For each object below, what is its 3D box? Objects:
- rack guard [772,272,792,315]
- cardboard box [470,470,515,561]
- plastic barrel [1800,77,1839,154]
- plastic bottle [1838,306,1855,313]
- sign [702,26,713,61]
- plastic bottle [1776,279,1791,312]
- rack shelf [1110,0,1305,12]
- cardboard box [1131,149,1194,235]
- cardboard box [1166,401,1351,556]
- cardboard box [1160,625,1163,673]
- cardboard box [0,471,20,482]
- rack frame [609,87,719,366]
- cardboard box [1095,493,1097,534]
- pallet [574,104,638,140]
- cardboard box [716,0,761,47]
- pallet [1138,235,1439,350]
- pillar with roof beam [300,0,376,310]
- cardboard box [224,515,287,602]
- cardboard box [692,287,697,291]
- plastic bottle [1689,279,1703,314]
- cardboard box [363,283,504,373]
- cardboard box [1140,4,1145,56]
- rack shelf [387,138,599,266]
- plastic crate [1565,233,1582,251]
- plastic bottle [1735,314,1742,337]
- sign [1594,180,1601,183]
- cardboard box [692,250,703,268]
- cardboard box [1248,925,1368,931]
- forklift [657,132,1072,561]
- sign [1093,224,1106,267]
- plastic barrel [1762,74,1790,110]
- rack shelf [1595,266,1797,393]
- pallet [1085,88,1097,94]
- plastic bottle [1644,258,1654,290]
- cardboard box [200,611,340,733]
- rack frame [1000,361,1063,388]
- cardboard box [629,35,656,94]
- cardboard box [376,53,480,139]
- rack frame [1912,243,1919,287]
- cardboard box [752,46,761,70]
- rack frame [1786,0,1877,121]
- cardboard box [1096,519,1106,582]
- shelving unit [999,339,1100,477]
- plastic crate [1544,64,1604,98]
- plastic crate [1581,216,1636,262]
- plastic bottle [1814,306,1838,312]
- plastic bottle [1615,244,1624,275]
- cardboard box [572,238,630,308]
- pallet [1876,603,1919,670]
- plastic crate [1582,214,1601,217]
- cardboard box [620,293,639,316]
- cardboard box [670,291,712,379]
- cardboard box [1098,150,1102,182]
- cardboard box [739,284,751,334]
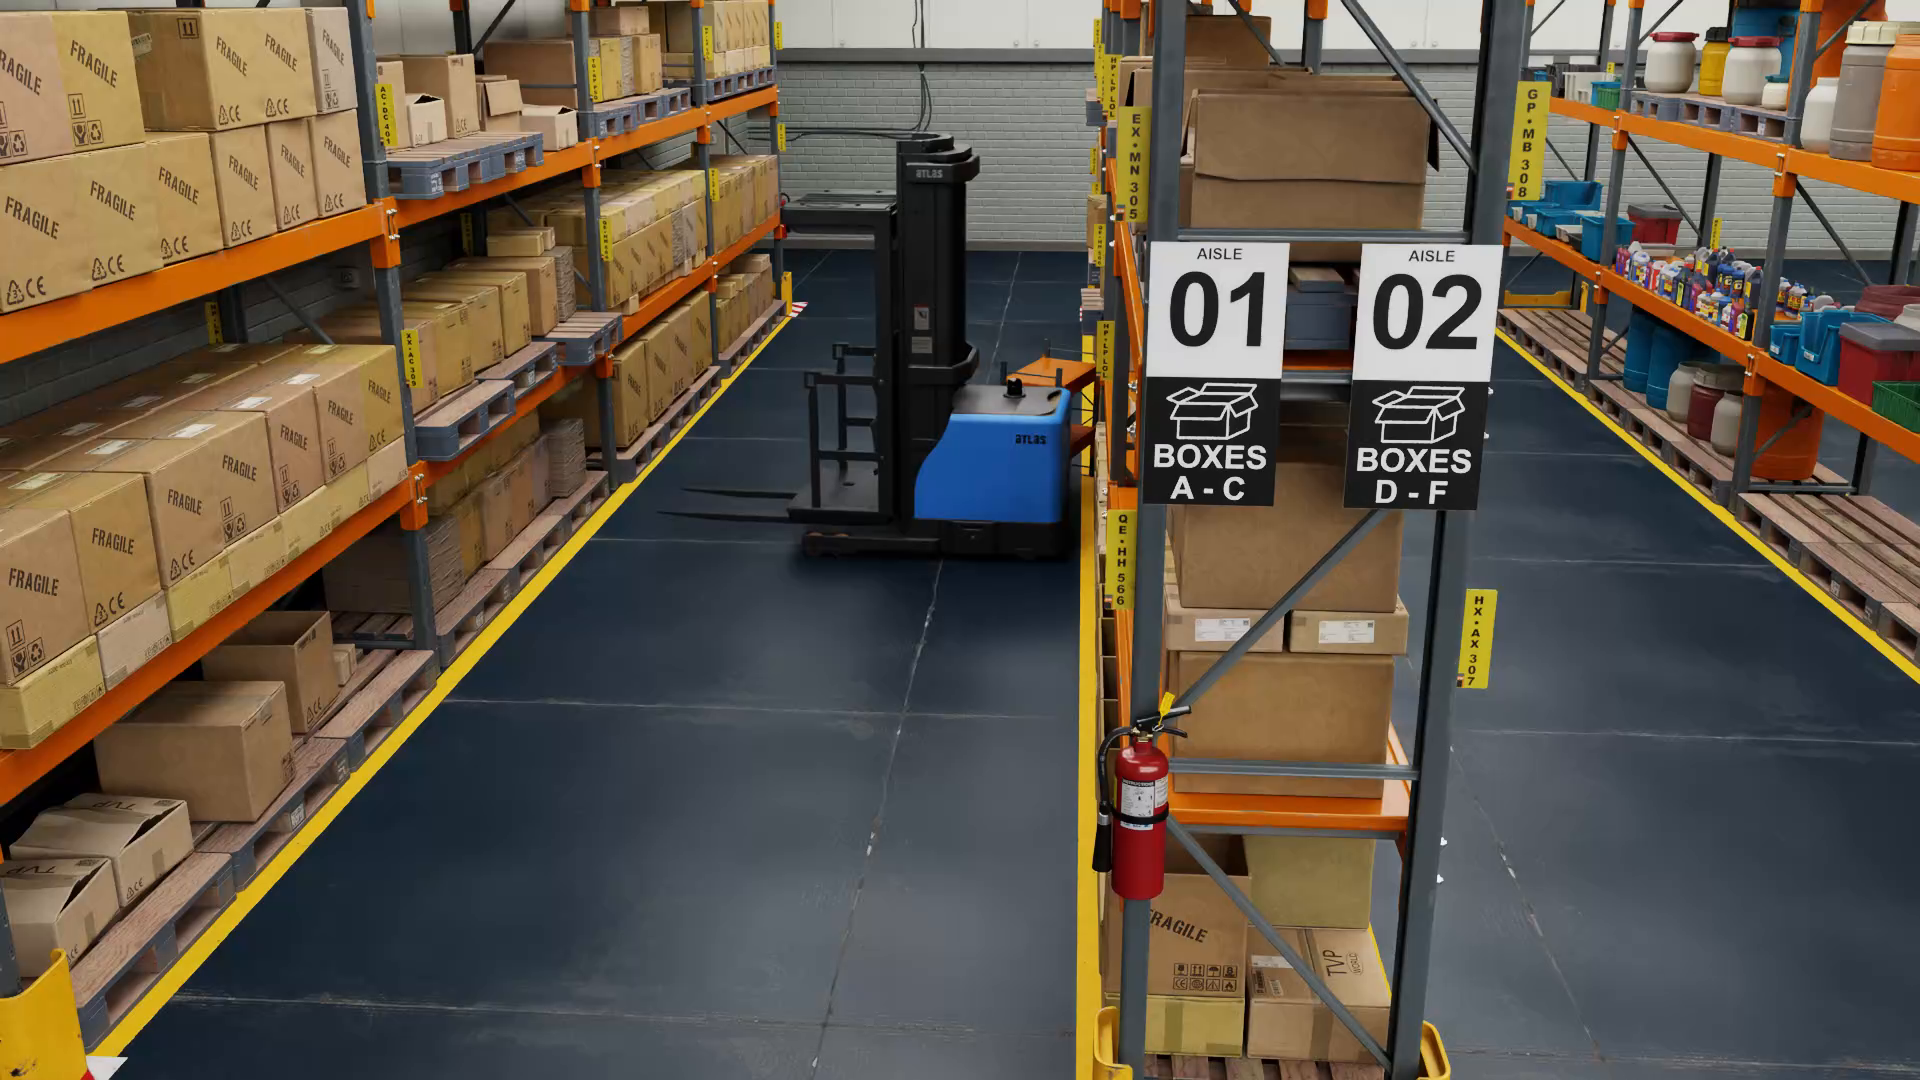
[{"bbox_3d":[-2.748,-3.156,21.253,1.175,0.500,0.348,1,18,4],"label":"rack guard"},{"bbox_3d":[-3.510,-0.179,11.460,0.700,0.500,0.500,1,18,5],"label":"cardboard box"},{"bbox_3d":[6.230,-3.020,11.825,0.421,0.512,0.421,0,18,0],"label":"plastic barrel"},{"bbox_3d":[6.911,-1.699,12.990,0.152,0.276,0.135,1,18,4],"label":"plastic bottle"},{"bbox_3d":[-2.495,-4.906,16.425,0.100,0.325,0.005,1,18,4],"label":"sign"},{"bbox_3d":[7.030,-2.091,14.194,0.097,0.271,0.097,0,18,0],"label":"plastic bottle"},{"bbox_3d":[1.474,-3.440,10.268,1.077,0.370,4.000,1,18,4],"label":"rack shelf"},{"bbox_3d":[0.864,-1.242,5.920,0.500,0.250,0.500,1,18,4],"label":"cardboard box"},{"bbox_3d":[1.126,-0.247,6.114,0.700,0.500,0.500,1,18,2],"label":"cardboard box"},{"bbox_3d":[1.165,0.233,6.736,0.700,0.500,0.500,1,18,4],"label":"cardboard box"},{"bbox_3d":[-4.029,0.031,6.516,0.500,0.500,0.500,2,18,5],"label":"cardboard box"},{"bbox_3d":[-3.037,-3.094,17.049,1.000,3.000,0.127,1,18,4],"label":"rack frame"},{"bbox_3d":[1.221,-0.162,11.841,0.500,0.250,0.500,1,18,2],"label":"cardboard box"},{"bbox_3d":[-3.330,-3.389,13.434,1.213,0.211,1.003,2,18,6],"label":"pallet"},{"bbox_3d":[-2.577,-5.906,19.013,0.500,0.500,0.500,2,18,6],"label":"cardboard box"},{"bbox_3d":[1.121,-0.860,5.556,1.003,0.211,1.213,1,18,4],"label":"pallet"},{"bbox_3d":[0.014,-4.222,10.857,9.100,9.000,0.400,1,18,4],"label":"pillar with roof beam"},{"bbox_3d":[-3.441,0.073,7.591,0.500,0.250,0.500,1,18,4],"label":"cardboard box"},{"bbox_3d":[-3.035,-2.849,18.599,0.380,0.149,0.250,1,18,2],"label":"cardboard box"},{"bbox_3d":[6.243,-2.066,14.097,0.061,0.283,0.133,1,18,4],"label":"plastic bottle"},{"bbox_3d":[-3.477,-1.402,11.018,0.700,0.500,0.500,4,19,11],"label":"cardboard box"},{"bbox_3d":[1.692,-3.984,13.182,0.500,0.500,0.500,1,18,4],"label":"cardboard box"},{"bbox_3d":[-3.467,-2.314,11.007,1.077,0.370,4.000,1,18,4],"label":"rack shelf"},{"bbox_3d":[6.657,-3.125,17.487,0.437,0.125,0.590,1,18,4],"label":"plastic crate"},{"bbox_3d":[6.188,-1.707,13.134,0.097,0.201,0.097,0,18,0],"label":"plastic bottle"},{"bbox_3d":[7.681,-4.186,20.118,0.100,0.325,0.005,1,18,4],"label":"sign"},{"bbox_3d":[-2.773,-2.794,16.505,0.380,0.149,0.250,2,18,5],"label":"cardboard box"},{"bbox_3d":[1.337,1.532,6.671,0.500,0.250,0.500,1,18,4],"label":"cardboard box"},{"bbox_3d":[-0.709,-1.432,12.088,3.031,2.935,1.130,2,18,7],"label":"forklift"},{"bbox_3d":[1.076,-2.264,12.784,0.100,0.325,0.005,1,18,4],"label":"sign"},{"bbox_3d":[6.489,-3.526,13.098,0.301,0.262,0.301,0,18,0],"label":"plastic barrel"},{"bbox_3d":[6.701,-1.910,14.591,1.077,0.370,4.000,1,18,4],"label":"rack shelf"},{"bbox_3d":[1.788,-4.120,15.664,1.213,0.211,1.003,1,18,4],"label":"pallet"},{"bbox_3d":[6.329,-2.438,15.232,0.061,0.283,0.133,1,18,4],"label":"plastic bottle"},{"bbox_3d":[-3.645,0.692,8.801,0.500,0.500,0.500,0,18,0],"label":"cardboard box"},{"bbox_3d":[0.535,-0.824,13.063,0.500,1.125,0.032,9,20,21],"label":"rack frame"},{"bbox_3d":[-3.185,-4.331,15.139,0.700,0.500,0.500,1,18,3],"label":"cardboard box"},{"bbox_3d":[-3.403,-2.833,10.600,0.500,0.500,0.500,1,18,2],"label":"cardboard box"},{"bbox_3d":[12.072,-4.005,19.828,1.000,3.000,0.127,1,18,4],"label":"rack frame"},{"bbox_3d":[-2.574,-5.543,19.110,0.500,0.250,0.500,1,18,2],"label":"cardboard box"},{"bbox_3d":[6.558,-4.482,11.649,1.000,3.000,0.127,1,18,4],"label":"rack frame"},{"bbox_3d":[1.105,0.046,10.305,0.500,0.311,0.500,2,18,5],"label":"cardboard box"},{"bbox_3d":[0.728,-0.965,13.512,0.538,1.125,1.048,9,20,21],"label":"shelving unit"},{"bbox_3d":[6.748,-5.043,18.279,0.504,0.338,0.767,1,18,4],"label":"plastic crate"},{"bbox_3d":[6.538,-3.047,16.833,0.392,0.384,0.575,1,18,4],"label":"plastic crate"},{"bbox_3d":[6.760,-1.702,13.001,0.152,0.276,0.135,1,18,4],"label":"plastic bottle"},{"bbox_3d":[6.393,-2.713,16.074,0.061,0.283,0.133,1,18,4],"label":"plastic bottle"},{"bbox_3d":[-3.033,-2.196,13.636,0.500,0.500,0.500,2,18,6],"label":"cardboard box"},{"bbox_3d":[6.289,0.692,9.973,1.003,0.211,1.213,1,18,4],"label":"pallet"},{"bbox_3d":[7.218,-3.672,19.138,0.396,0.136,0.243,1,18,4],"label":"plastic crate"},{"bbox_3d":[-2.939,-1.998,14.074,0.380,0.149,0.250,2,18,6],"label":"cardboard box"},{"bbox_3d":[-2.954,-2.068,16.694,0.750,0.750,0.750,1,18,5],"label":"cardboard box"},{"bbox_3d":[1.716,-3.830,17.527,0.500,0.500,0.500,1,18,3],"label":"cardboard box"},{"bbox_3d":[-2.803,-2.651,19.037,0.700,0.500,0.500,2,18,5],"label":"cardboard box"}]
